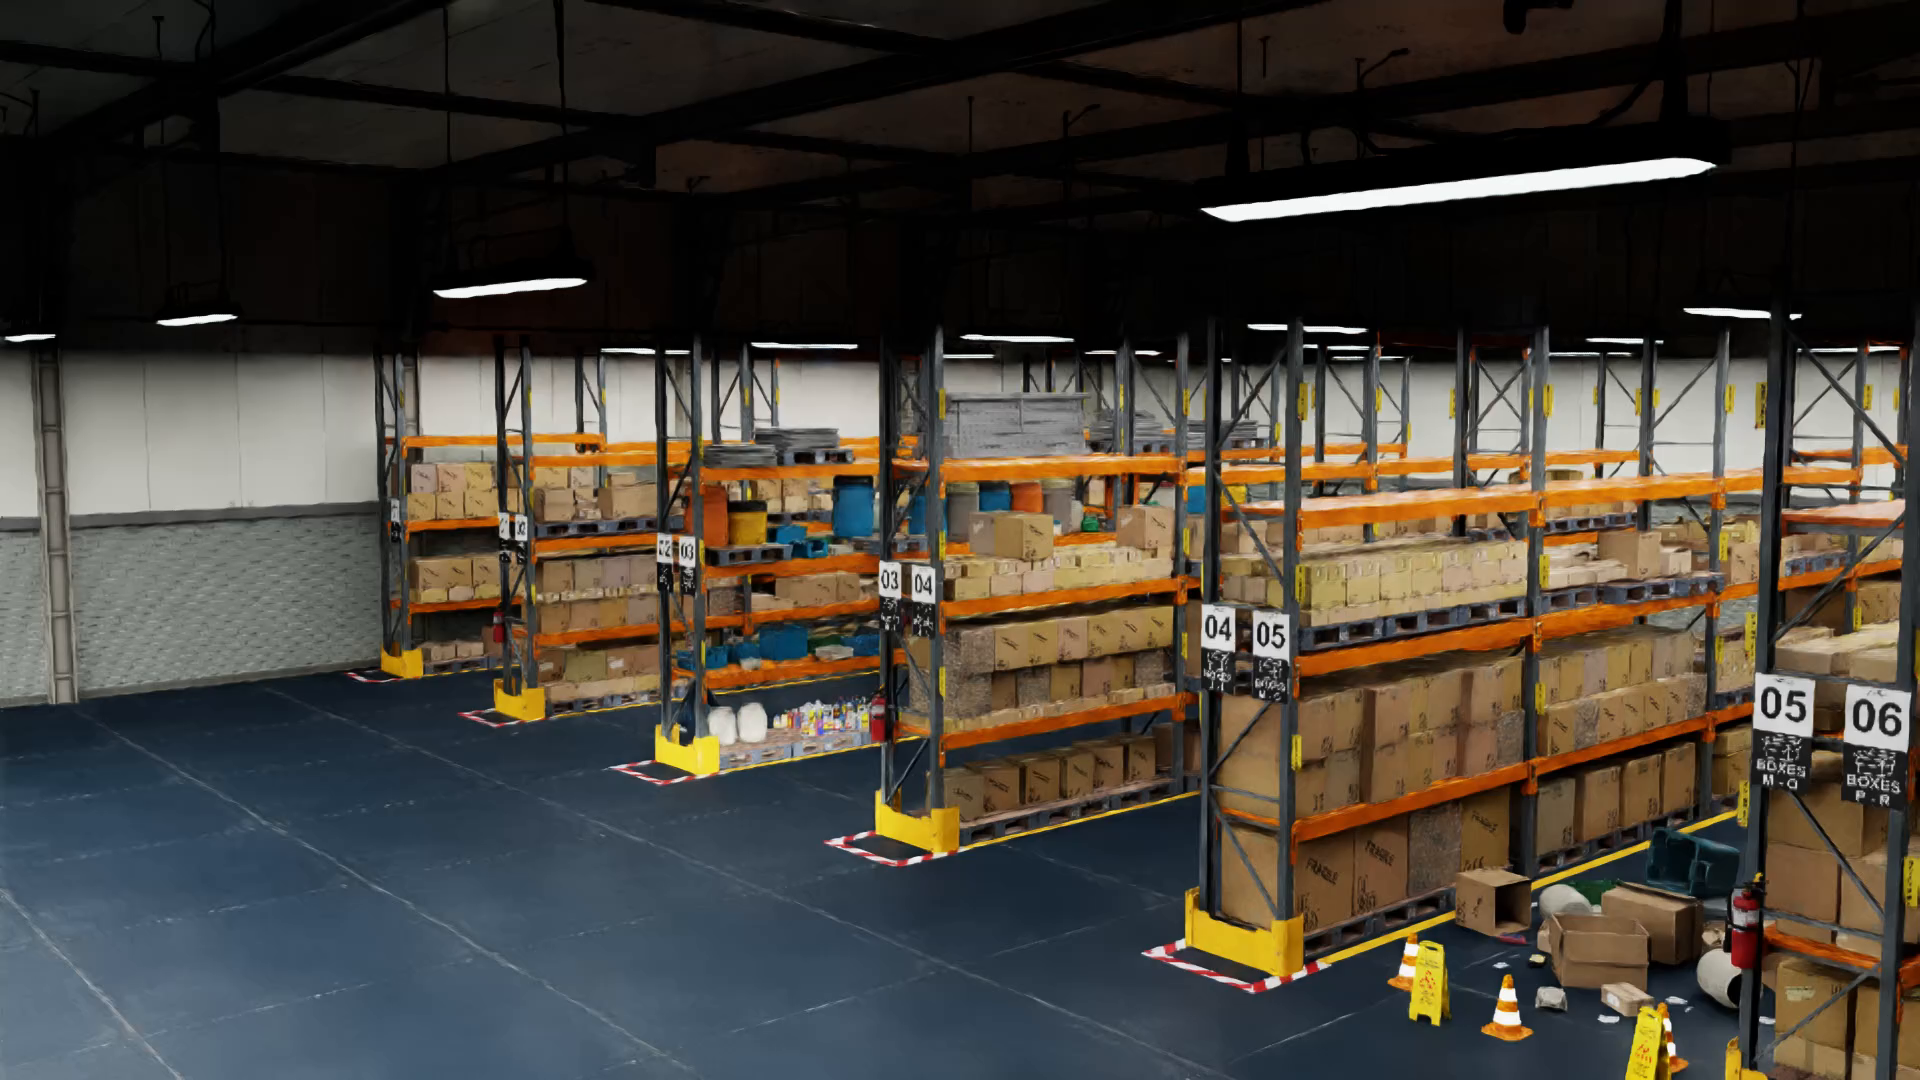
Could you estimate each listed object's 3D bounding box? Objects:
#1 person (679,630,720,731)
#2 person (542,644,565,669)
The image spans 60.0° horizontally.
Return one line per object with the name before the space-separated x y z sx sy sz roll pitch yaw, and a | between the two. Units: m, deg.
person | -3.919 2.121 24.986 0.885 1.543 0.458 -1 5 -16
person | -7.516 1.578 30.582 0.518 1.630 0.592 -5 7 -44
